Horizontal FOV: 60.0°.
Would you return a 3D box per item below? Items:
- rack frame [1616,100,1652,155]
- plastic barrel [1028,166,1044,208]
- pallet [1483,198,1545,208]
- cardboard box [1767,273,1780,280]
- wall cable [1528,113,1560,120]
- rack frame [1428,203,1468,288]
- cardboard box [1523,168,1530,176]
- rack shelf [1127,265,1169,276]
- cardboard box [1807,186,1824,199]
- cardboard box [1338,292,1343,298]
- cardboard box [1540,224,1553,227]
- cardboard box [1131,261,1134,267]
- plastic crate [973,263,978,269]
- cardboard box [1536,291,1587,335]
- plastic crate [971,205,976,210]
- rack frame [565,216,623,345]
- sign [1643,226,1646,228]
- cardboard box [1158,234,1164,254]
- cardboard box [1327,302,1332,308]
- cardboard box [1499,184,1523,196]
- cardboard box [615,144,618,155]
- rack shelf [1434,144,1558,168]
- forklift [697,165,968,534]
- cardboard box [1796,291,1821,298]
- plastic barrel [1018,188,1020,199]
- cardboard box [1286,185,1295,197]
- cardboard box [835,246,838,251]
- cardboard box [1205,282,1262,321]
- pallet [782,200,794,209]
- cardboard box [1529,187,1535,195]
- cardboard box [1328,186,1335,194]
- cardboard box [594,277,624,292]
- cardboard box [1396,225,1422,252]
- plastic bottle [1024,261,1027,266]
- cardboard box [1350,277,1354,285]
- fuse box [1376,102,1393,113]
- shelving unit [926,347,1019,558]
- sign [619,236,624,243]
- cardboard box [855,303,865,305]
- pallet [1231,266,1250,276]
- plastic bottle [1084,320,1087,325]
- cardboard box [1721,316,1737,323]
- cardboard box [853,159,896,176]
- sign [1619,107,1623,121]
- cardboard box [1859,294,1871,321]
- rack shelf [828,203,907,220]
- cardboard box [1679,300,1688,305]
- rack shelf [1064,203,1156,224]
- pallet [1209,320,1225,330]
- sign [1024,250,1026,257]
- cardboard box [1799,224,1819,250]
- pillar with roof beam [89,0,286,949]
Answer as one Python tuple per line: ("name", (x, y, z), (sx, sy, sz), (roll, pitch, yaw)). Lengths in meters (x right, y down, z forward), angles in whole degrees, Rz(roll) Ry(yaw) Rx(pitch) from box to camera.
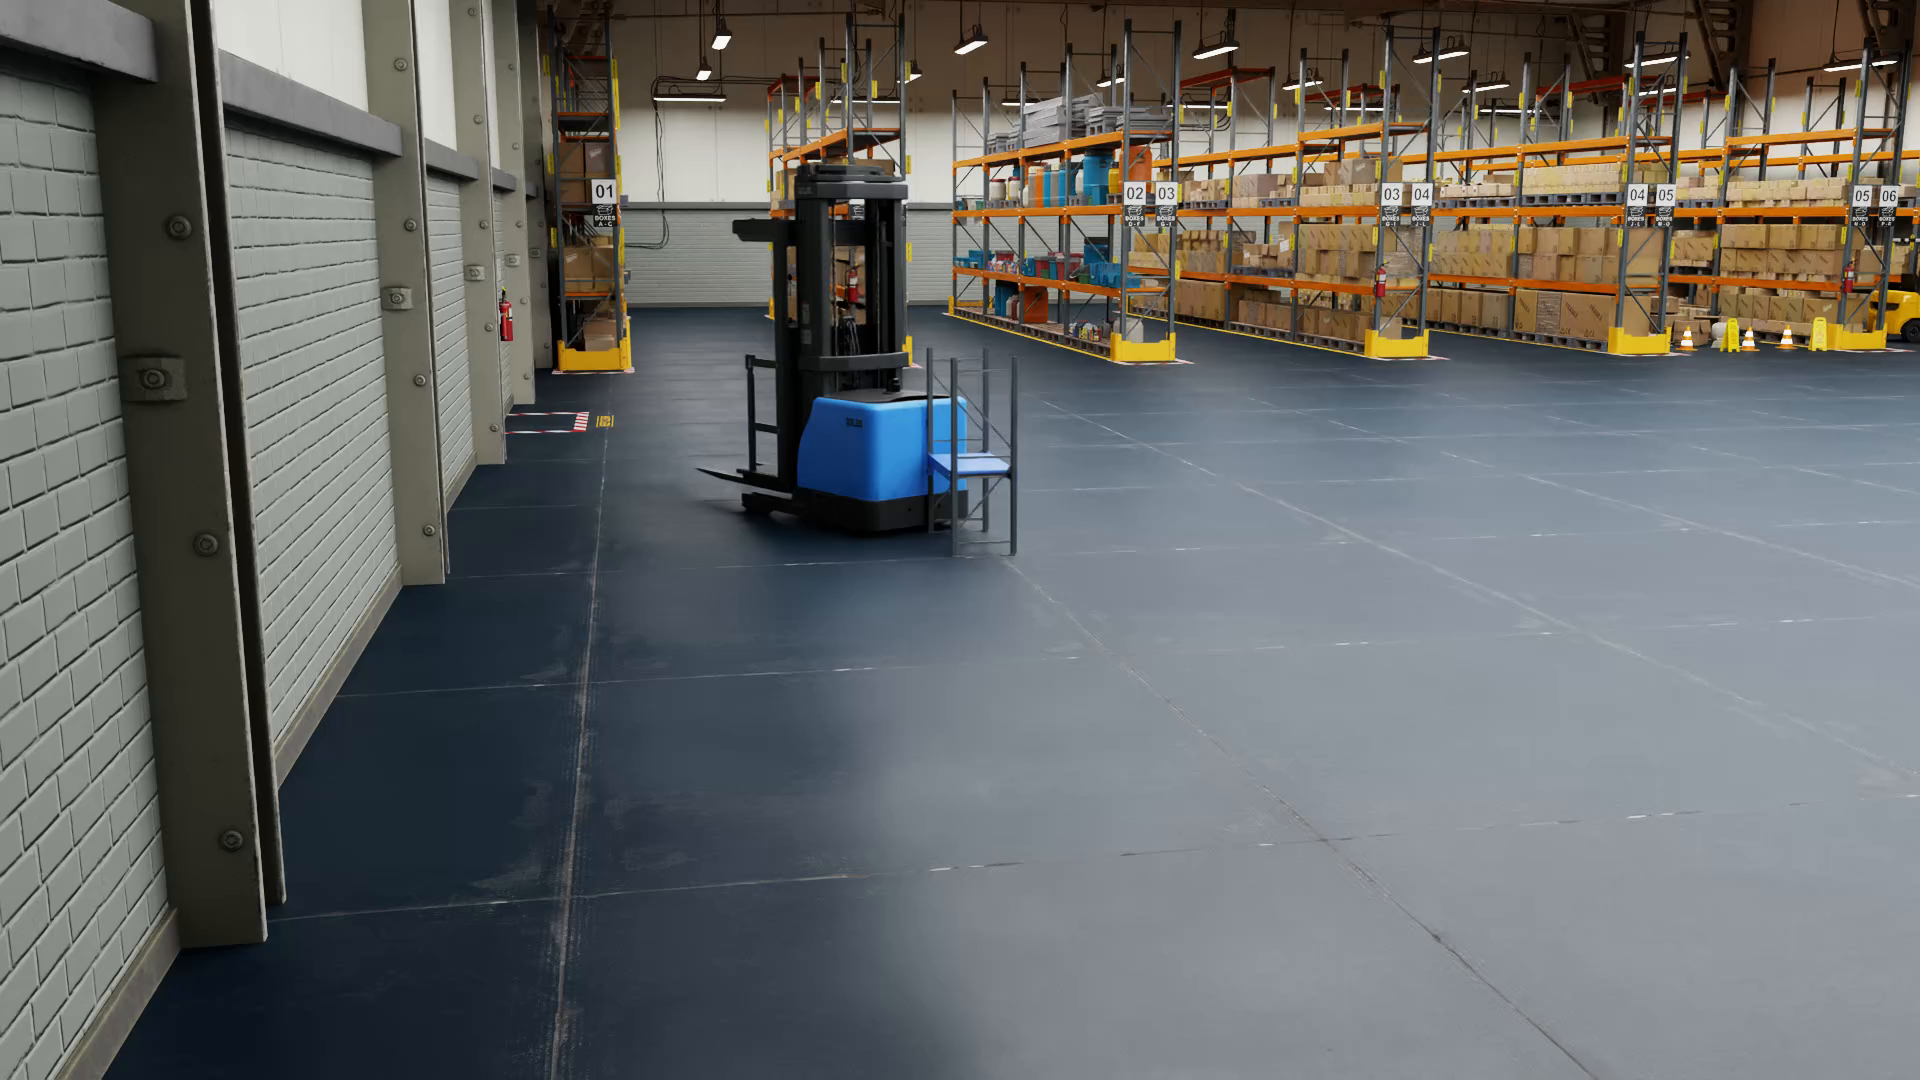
("rack frame", (19.748, -11.367, 48.852), (1.000, 3.000, 0.127), (-2, 11, -11))
("plastic barrel", (1.804, -7.793, 36.753), (0.600, 0.901, 0.600), (0, 11, 0))
("pallet", (12.152, -7.385, 36.466), (0.805, 0.209, 1.217), (-3, 11, -13))
("cardboard box", (17.277, -5.565, 35.085), (0.380, 0.149, 0.250), (-2, 11, -11))
("wall cable", (19.906, -15.181, 54.016), (2.988, 3.039, 0.133), (-2, 11, -11))
("rack frame", (11.600, -6.573, 39.709), (1.000, 3.000, 0.127), (-2, 11, -11))
("cardboard box", (12.116, -7.758, 35.059), (0.380, 0.149, 0.250), (-2, 11, -10))
("rack shelf", (5.548, -7.158, 44.708), (1.077, 0.370, 4.000), (-2, 11, -11))
("cardboard box", (17.545, -7.027, 33.679), (0.500, 0.250, 0.500), (-2, 11, -12))
("cardboard box", (10.354, -6.552, 44.506), (0.380, 0.149, 0.250), (-2, 11, -12))
("cardboard box", (15.851, -8.432, 44.797), (0.380, 0.149, 0.250), (-2, 11, -12))
("cardboard box", (4.956, -7.631, 45.939), (0.380, 0.149, 0.250), (-2, 11, -12))
("plastic crate", (0.598, -7.055, 42.815), (0.437, 0.125, 0.590), (-2, 11, -11))
("cardboard box", (12.611, -4.719, 34.527), (0.875, 0.875, 0.875), (-2, 11, -11))
("plastic crate", (0.458, -8.528, 42.664), (0.293, 0.136, 0.466), (-2, 11, -11))
("rack frame", (-7.083, -5.137, 32.165), (1.000, 3.000, 0.127), (-2, 11, -11))
("sign", (20.297, -9.161, 49.362), (0.100, 0.325, 0.005), (-2, 11, -11))
("cardboard box", (5.492, -7.752, 43.505), (0.500, 0.500, 0.500), (-2, 11, -10))
("cardboard box", (10.226, -6.412, 45.365), (0.380, 0.149, 0.250), (-2, 11, -10))
("cardboard box", (12.084, -7.619, 36.190), (0.500, 0.250, 0.500), (-2, 11, -10))
("cardboard box", (-6.190, -6.601, 28.836), (0.500, 0.500, 0.500), (-2, 11, -12))
("rack shelf", (11.989, -8.604, 37.326), (1.077, 0.370, 4.000), (-2, 11, -11))
("forklift", (-1.249, -1.711, 14.348), (1.130, 2.935, 3.031), (-9, 14, -38))
("cardboard box", (17.443, -5.049, 34.194), (0.380, 0.149, 0.250), (-2, 11, -9))
("plastic barrel", (1.505, -8.034, 38.611), (0.301, 0.262, 0.301), (0, 11, 0))
("cardboard box", (7.212, -7.460, 35.584), (0.396, 0.266, 0.258), (-2, 11, -9))
("cardboard box", (-2.032, -5.831, 32.072), (0.700, 0.500, 0.500), (-2, 11, -11))
("cardboard box", (6.602, -5.701, 39.687), (1.225, 0.875, 0.875), (-3, 11, -14))
("pallet", (-3.518, -7.854, 38.921), (1.213, 0.211, 1.003), (-2, 11, -11))
("cardboard box", (12.168, -7.319, 34.884), (0.380, 0.149, 0.250), (-2, 11, -11))
("cardboard box", (7.545, -6.965, 33.079), (0.380, 0.149, 0.250), (-2, 11, -12))
("cardboard box", (-6.088, -4.441, 28.854), (0.500, 0.250, 0.500), (-2, 11, -13))
("cardboard box", (8.432, -5.741, 31.602), (0.500, 0.500, 0.500), (-2, 11, -11))
("plastic bottle", (1.595, -6.606, 40.228), (0.097, 0.271, 0.097), (0, 11, 0))
("cardboard box", (7.825, -5.049, 32.374), (0.380, 0.149, 0.250), (-2, 11, -11))
("fuse box", (13.518, -13.777, 52.956), (0.513, 0.334, 0.176), (-2, 11, -11))
("shelving unit", (0.084, -0.706, 12.892), (0.538, 1.500, 1.048), (-2, 11, -11))
("sign", (-7.330, -6.422, 36.032), (0.100, 0.325, 0.005), (-2, 11, -11))
("cardboard box", (-1.733, -4.281, 31.893), (0.500, 0.500, 0.500), (-2, 11, -11))
("pallet", (6.959, -6.190, 38.211), (1.213, 0.211, 1.003), (-2, 11, -11))
("plastic bottle", (2.526, -4.255, 33.435), (0.144, 0.351, 0.185), (-2, 11, -11))
("cardboard box", (17.064, -4.776, 36.496), (0.500, 0.250, 0.500), (-3, 11, -14))
("cardboard box", (-1.554, -6.489, 29.473), (0.797, 0.503, 0.637), (-1, 11, -7))
("sign", (15.893, -10.235, 39.980), (0.100, 0.325, 0.005), (-2, 11, -11))
("cardboard box", (21.826, -5.497, 39.283), (0.875, 0.625, 0.625), (-2, 11, -12))
("rack shelf", (-1.835, -6.072, 30.975), (1.077, 0.370, 4.000), (-2, 11, -11))
("cardboard box", (20.130, -6.584, 46.267), (0.380, 0.149, 0.250), (-2, 11, -13))
("rack shelf", (3.024, -6.251, 31.918), (1.077, 0.370, 4.000), (-2, 11, -11))
("pallet", (6.636, -5.189, 39.894), (1.003, 0.211, 1.213), (-2, 11, -11))
("sign", (1.619, -7.121, 41.845), (0.100, 0.325, 0.005), (-2, 11, -11))
("cardboard box", (17.588, -6.170, 33.853), (0.700, 0.500, 0.500), (-2, 11, -10))
("pillar with roof beam", (1.601, -3.203, 5.955), (9.100, 9.000, 0.400), (-2, 11, -11))
